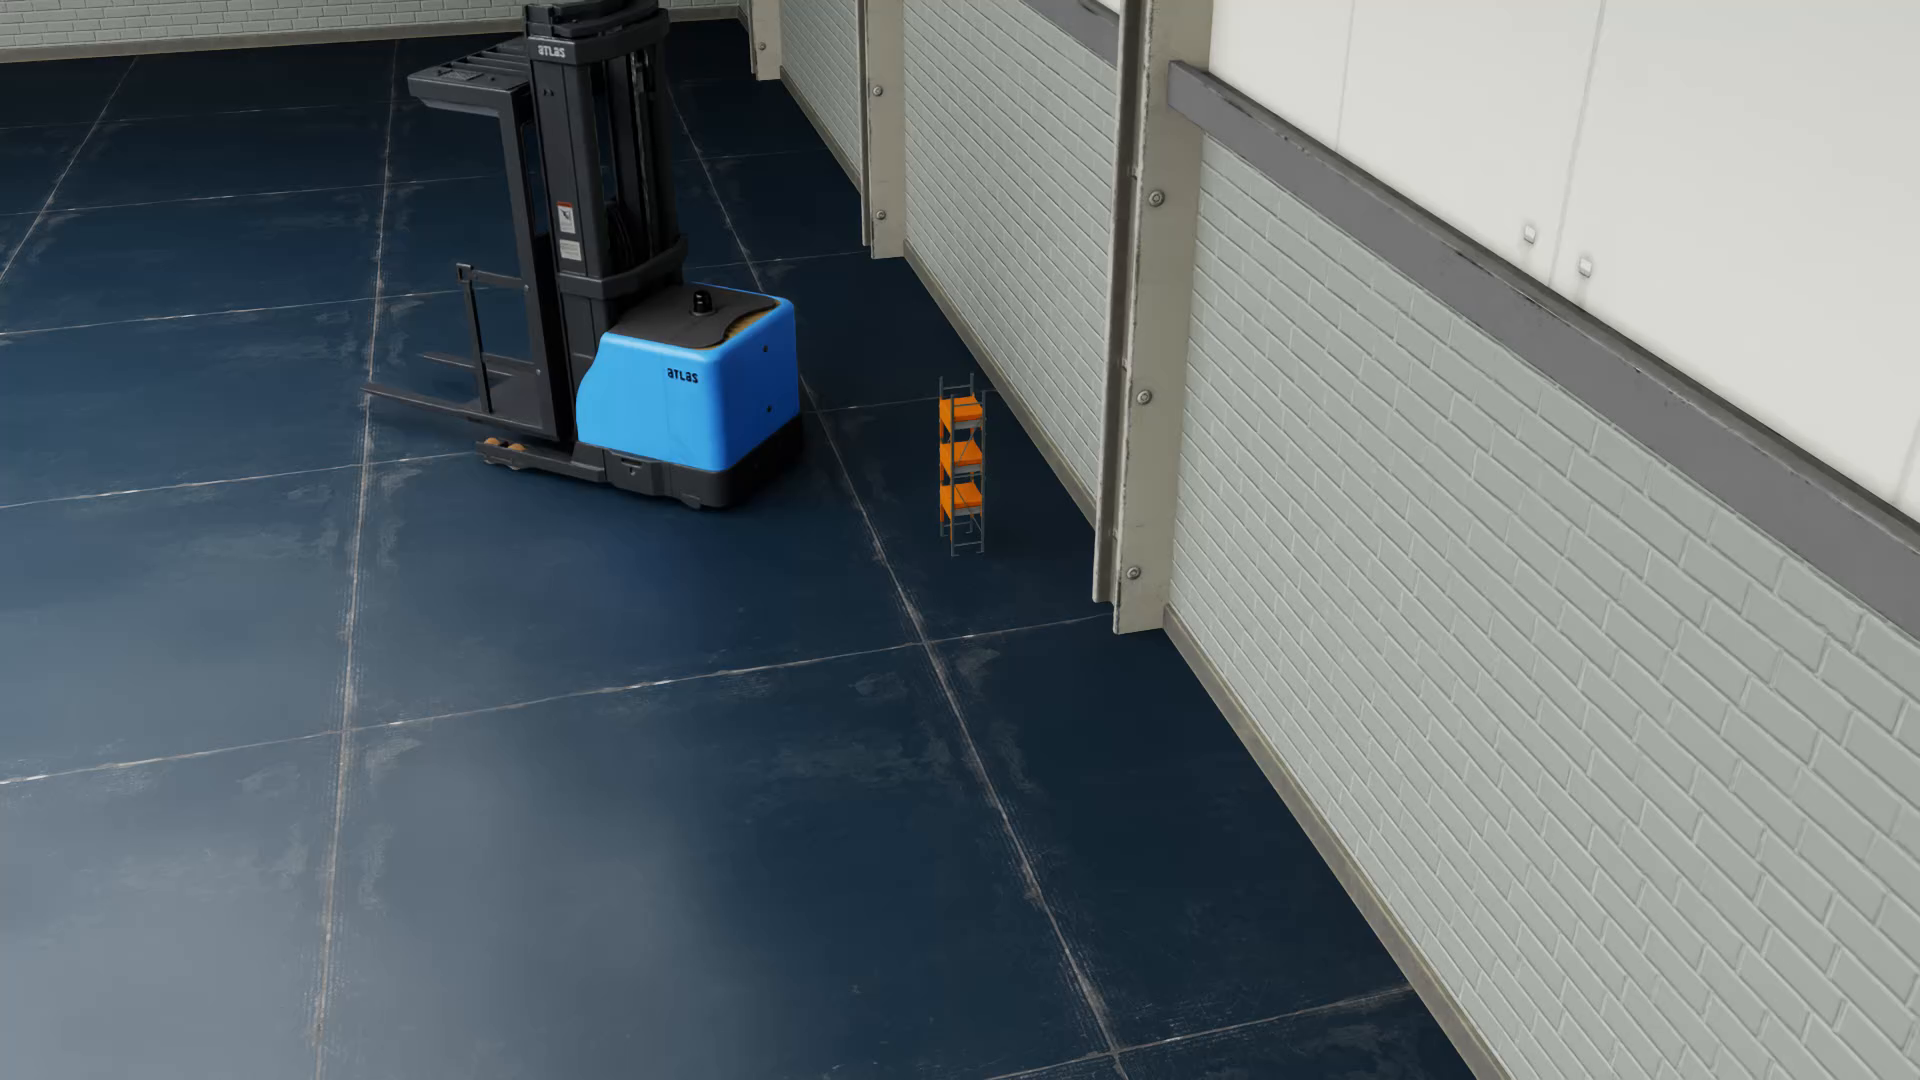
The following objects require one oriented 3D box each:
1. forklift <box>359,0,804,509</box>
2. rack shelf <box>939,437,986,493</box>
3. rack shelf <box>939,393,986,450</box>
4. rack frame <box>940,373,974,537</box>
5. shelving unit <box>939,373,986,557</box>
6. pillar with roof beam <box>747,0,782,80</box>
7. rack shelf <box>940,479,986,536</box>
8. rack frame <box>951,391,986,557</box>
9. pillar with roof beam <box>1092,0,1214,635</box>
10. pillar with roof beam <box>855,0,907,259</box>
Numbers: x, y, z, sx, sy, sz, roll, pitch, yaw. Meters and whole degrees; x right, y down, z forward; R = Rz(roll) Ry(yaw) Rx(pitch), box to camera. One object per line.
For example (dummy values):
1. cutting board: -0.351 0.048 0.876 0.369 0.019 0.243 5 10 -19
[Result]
1. forklift: -2.585 -1.946 10.418 3.031 2.935 1.130 13 33 21
2. rack shelf: 0.014 -0.419 9.679 0.215 0.259 0.240 -8 31 -13
3. rack shelf: 0.014 -0.665 9.537 0.215 0.259 0.240 -8 31 -13
4. rack frame: -0.018 -0.487 9.775 0.200 1.050 0.008 -8 31 -13
5. shelving unit: 0.014 -0.429 9.673 0.215 1.050 0.252 -8 31 -13
6. pillar with roof beam: -6.388 -8.717 16.059 9.100 9.000 0.400 -8 31 -13
7. rack shelf: 0.014 -0.179 9.818 0.215 0.259 0.240 -8 31 -13
8. rack frame: 0.047 -0.370 9.572 0.200 1.050 0.008 -8 31 -13
9. pillar with roof beam: -3.203 -2.921 6.045 9.100 9.000 0.400 -8 31 -13
10. pillar with roof beam: -4.795 -5.819 11.052 9.100 9.000 0.400 -8 31 -13
